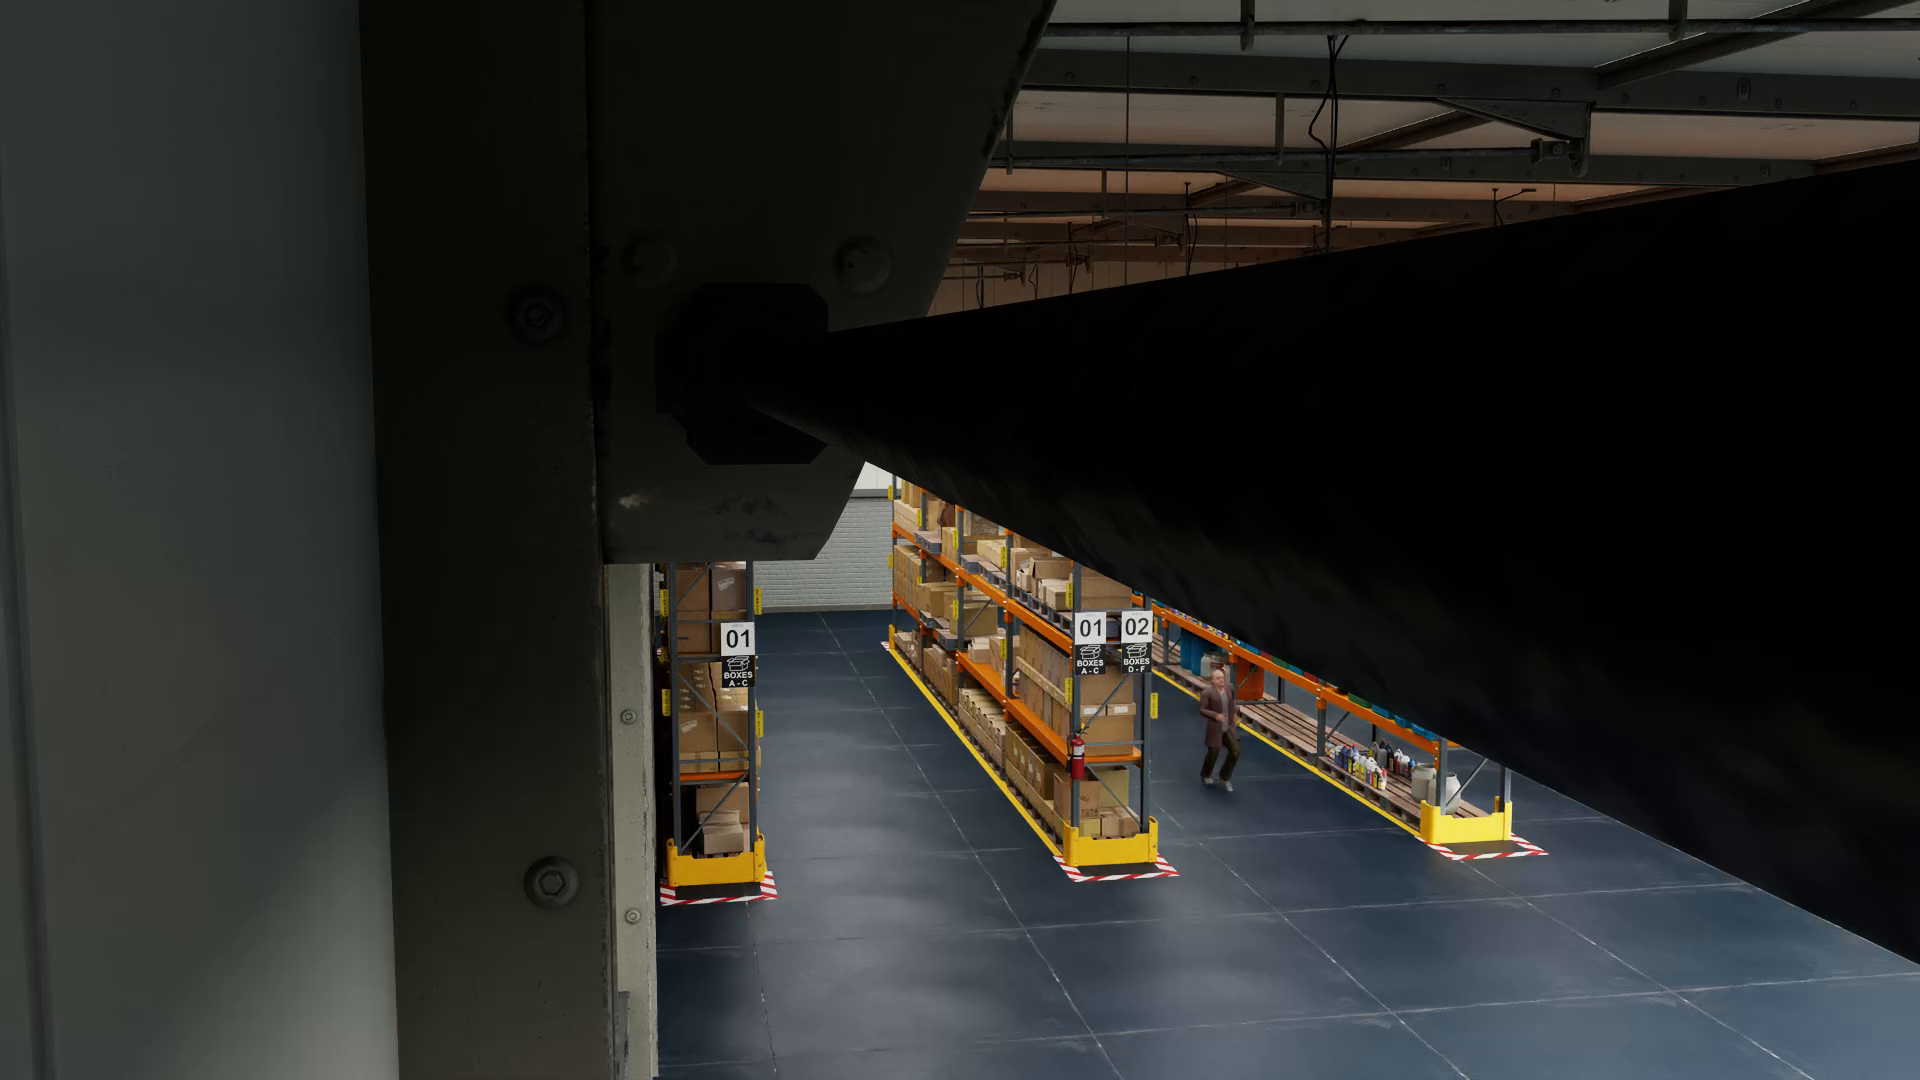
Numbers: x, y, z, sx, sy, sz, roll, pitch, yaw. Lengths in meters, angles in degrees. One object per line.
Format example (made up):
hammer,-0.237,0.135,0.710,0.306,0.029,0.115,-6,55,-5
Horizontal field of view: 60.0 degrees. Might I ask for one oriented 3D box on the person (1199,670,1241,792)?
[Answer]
person,3.842,2.815,24.531,0.720,1.809,0.794,-2,6,-18
